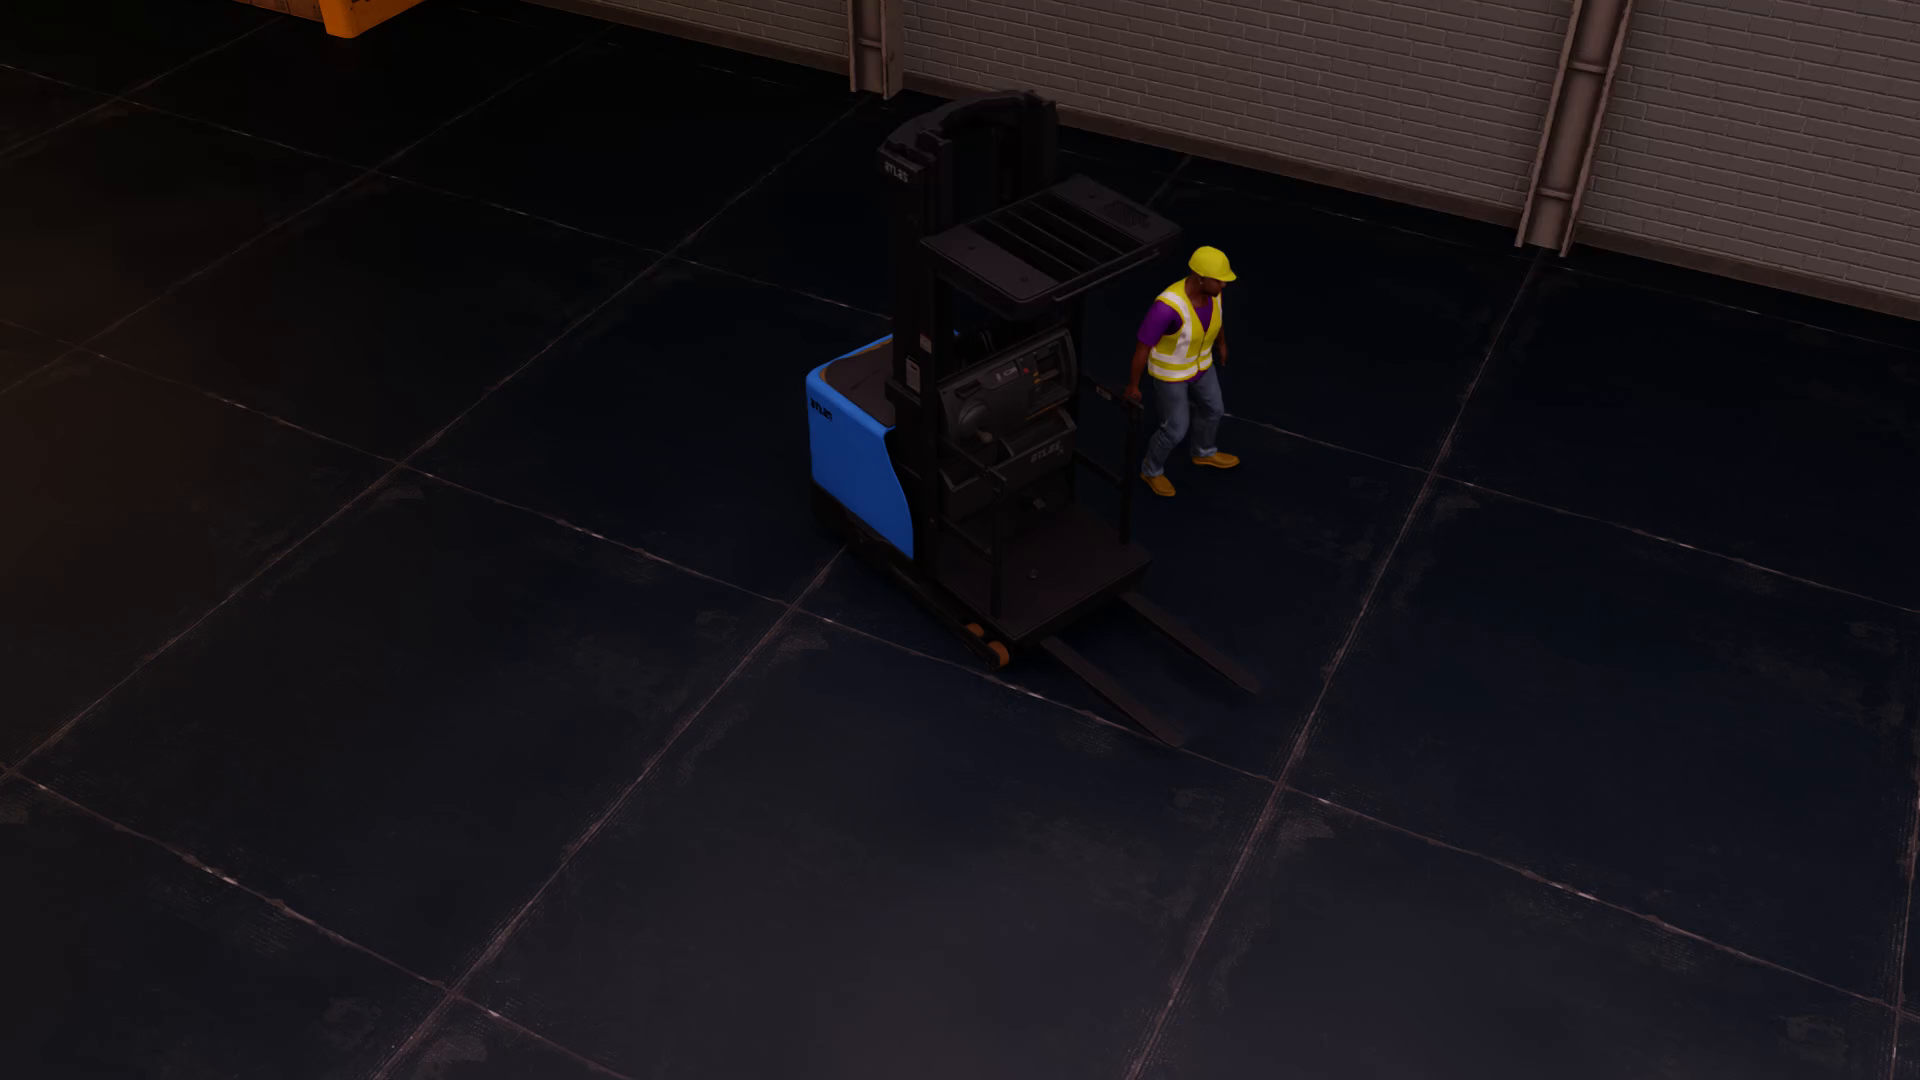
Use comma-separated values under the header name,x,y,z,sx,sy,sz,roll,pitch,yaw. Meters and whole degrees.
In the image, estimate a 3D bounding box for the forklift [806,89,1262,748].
name,x,y,z,sx,sy,sz,roll,pitch,yaw
forklift,0.406,-0.758,8.887,1.130,2.935,3.031,-28,48,-29

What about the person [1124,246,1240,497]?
name,x,y,z,sx,sy,sz,roll,pitch,yaw
person,1.402,-1.040,10.153,0.864,1.733,0.442,-30,49,-31
